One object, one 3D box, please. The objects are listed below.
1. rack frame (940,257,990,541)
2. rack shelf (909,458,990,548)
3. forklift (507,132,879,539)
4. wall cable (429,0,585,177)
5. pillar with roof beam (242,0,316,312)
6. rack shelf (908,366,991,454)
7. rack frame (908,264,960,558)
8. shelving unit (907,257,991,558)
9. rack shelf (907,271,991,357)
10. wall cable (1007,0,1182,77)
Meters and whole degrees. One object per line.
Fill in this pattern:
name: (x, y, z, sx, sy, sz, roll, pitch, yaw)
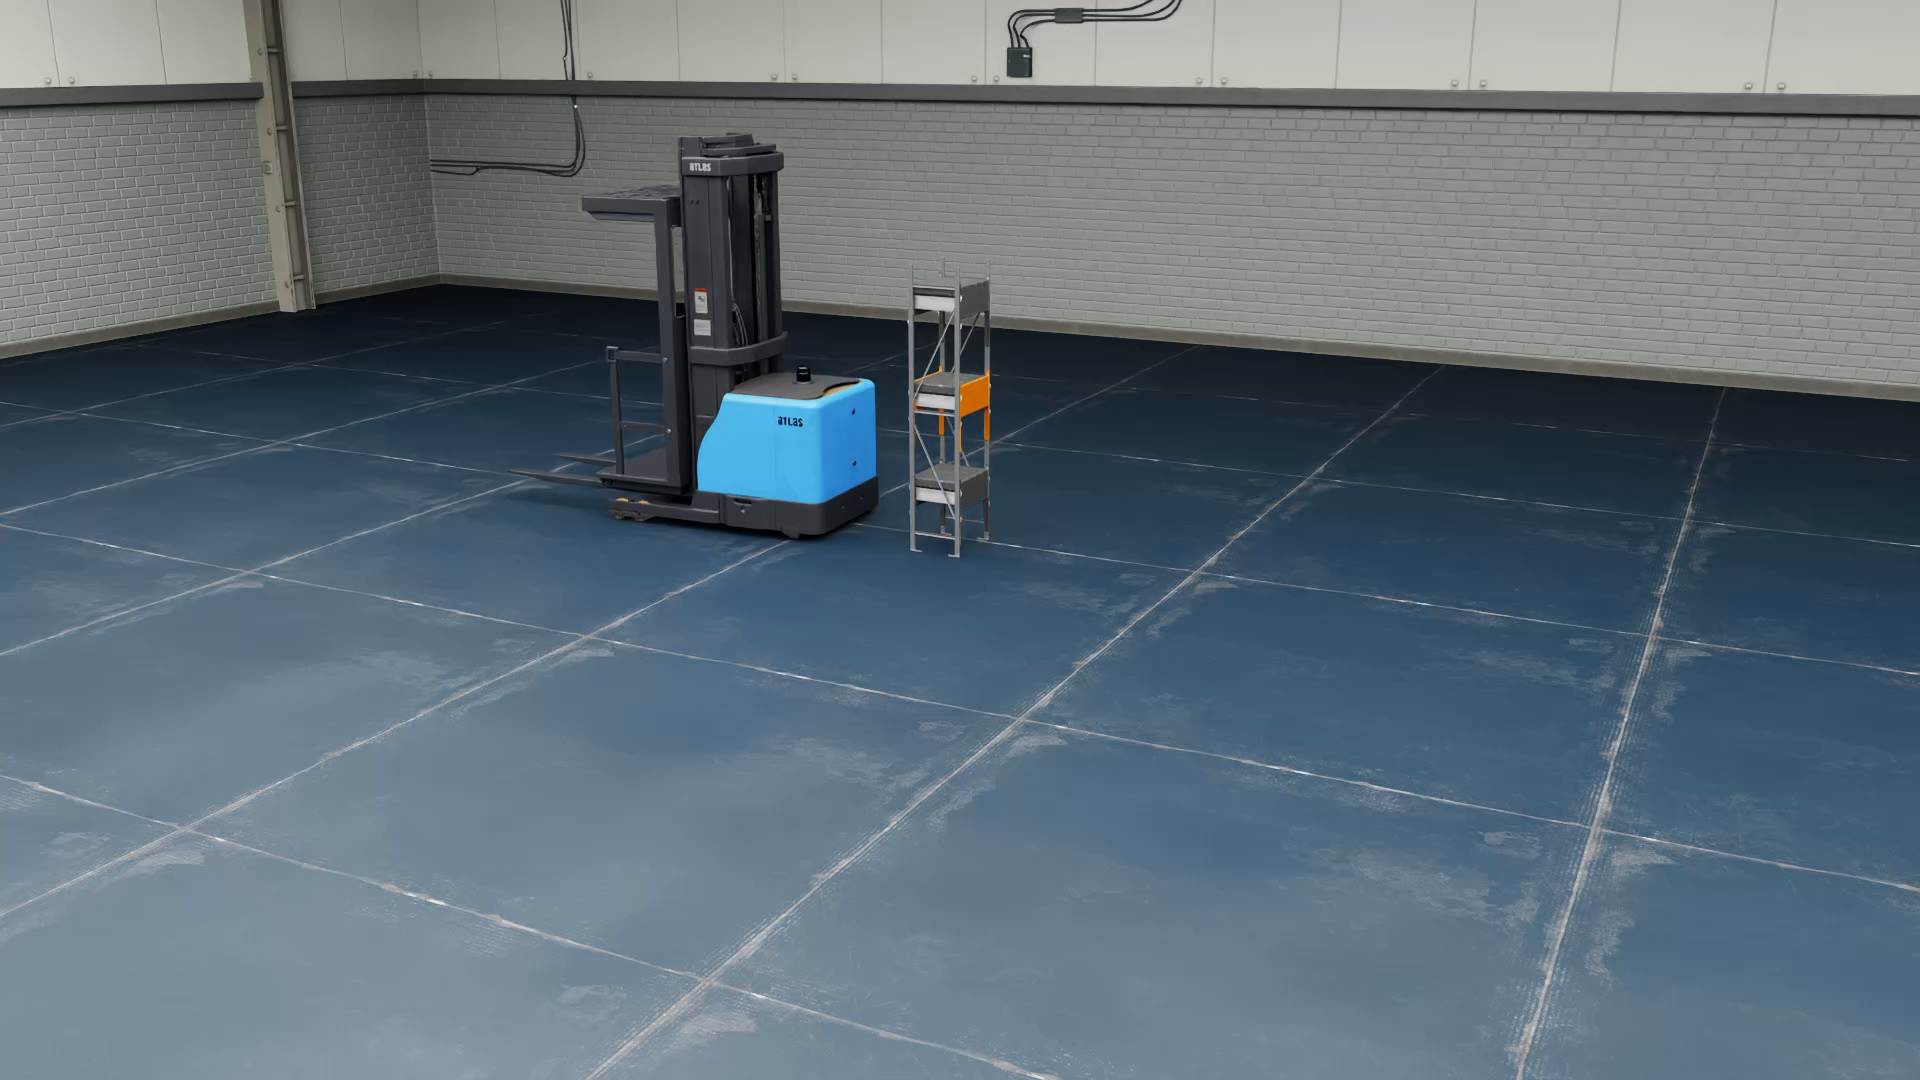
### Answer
rack frame: (0.035, -1.027, 12.293, 0.400, 2.100, 0.015, 8, 18, 25)
rack shelf: (-0.074, -0.280, 12.287, 0.431, 0.518, 0.480, 8, 18, 25)
forklift: (-2.211, -1.675, 13.015, 3.031, 2.935, 1.130, 7, 18, 23)
wall cable: (-6.853, -6.659, 24.593, 3.097, 2.526, 0.112, 8, 18, 25)
pillar with roof beam: (-5.501, -7.018, 20.347, 9.100, 9.000, 0.400, 8, 18, 25)
rack shelf: (-0.074, -0.951, 12.087, 0.431, 0.518, 0.480, 8, 18, 25)
rack frame: (-0.183, -0.902, 11.874, 0.400, 2.100, 0.015, 8, 18, 25)
shelving unit: (-0.074, -0.964, 12.083, 0.431, 2.100, 0.503, 8, 18, 25)
rack shelf: (-0.074, -1.622, 11.888, 0.431, 0.518, 0.480, 8, 18, 25)
wall cable: (1.633, -8.566, 19.586, 2.305, 6.003, 0.169, 8, 18, 25)
